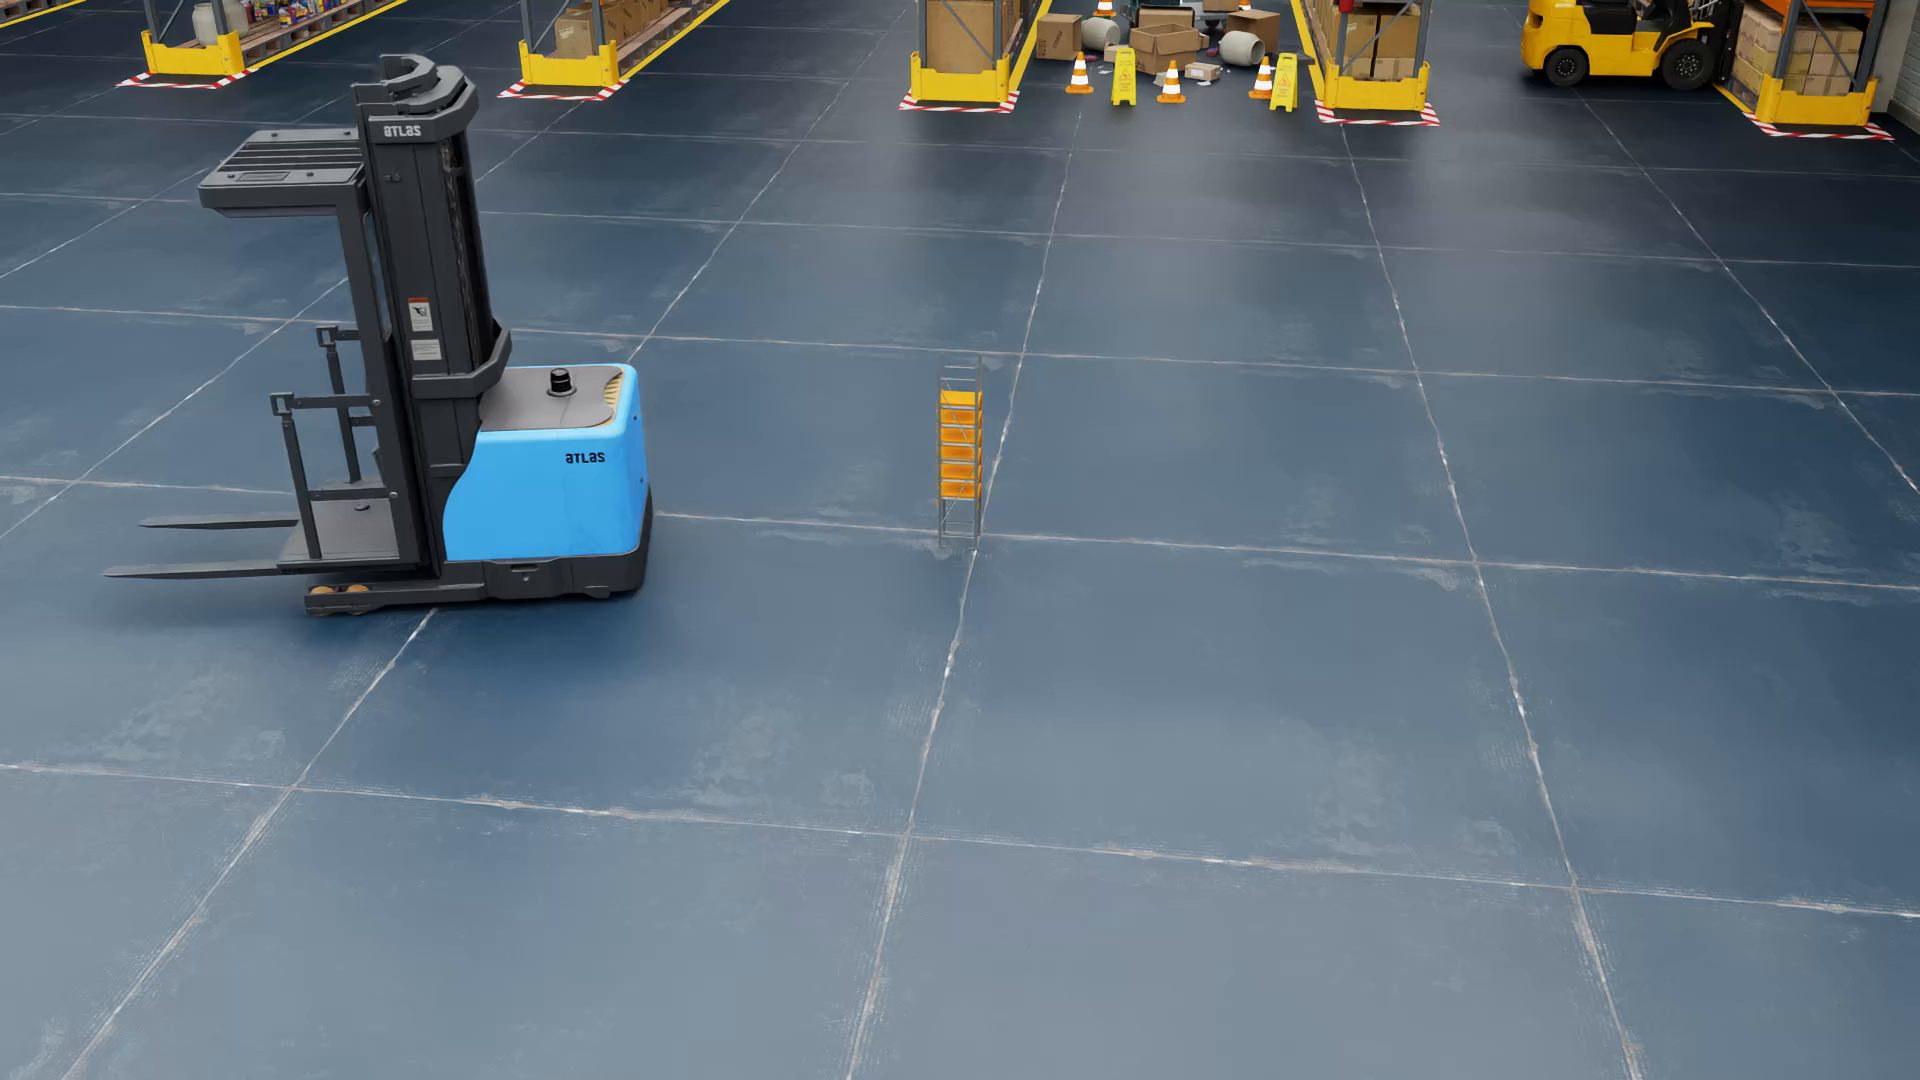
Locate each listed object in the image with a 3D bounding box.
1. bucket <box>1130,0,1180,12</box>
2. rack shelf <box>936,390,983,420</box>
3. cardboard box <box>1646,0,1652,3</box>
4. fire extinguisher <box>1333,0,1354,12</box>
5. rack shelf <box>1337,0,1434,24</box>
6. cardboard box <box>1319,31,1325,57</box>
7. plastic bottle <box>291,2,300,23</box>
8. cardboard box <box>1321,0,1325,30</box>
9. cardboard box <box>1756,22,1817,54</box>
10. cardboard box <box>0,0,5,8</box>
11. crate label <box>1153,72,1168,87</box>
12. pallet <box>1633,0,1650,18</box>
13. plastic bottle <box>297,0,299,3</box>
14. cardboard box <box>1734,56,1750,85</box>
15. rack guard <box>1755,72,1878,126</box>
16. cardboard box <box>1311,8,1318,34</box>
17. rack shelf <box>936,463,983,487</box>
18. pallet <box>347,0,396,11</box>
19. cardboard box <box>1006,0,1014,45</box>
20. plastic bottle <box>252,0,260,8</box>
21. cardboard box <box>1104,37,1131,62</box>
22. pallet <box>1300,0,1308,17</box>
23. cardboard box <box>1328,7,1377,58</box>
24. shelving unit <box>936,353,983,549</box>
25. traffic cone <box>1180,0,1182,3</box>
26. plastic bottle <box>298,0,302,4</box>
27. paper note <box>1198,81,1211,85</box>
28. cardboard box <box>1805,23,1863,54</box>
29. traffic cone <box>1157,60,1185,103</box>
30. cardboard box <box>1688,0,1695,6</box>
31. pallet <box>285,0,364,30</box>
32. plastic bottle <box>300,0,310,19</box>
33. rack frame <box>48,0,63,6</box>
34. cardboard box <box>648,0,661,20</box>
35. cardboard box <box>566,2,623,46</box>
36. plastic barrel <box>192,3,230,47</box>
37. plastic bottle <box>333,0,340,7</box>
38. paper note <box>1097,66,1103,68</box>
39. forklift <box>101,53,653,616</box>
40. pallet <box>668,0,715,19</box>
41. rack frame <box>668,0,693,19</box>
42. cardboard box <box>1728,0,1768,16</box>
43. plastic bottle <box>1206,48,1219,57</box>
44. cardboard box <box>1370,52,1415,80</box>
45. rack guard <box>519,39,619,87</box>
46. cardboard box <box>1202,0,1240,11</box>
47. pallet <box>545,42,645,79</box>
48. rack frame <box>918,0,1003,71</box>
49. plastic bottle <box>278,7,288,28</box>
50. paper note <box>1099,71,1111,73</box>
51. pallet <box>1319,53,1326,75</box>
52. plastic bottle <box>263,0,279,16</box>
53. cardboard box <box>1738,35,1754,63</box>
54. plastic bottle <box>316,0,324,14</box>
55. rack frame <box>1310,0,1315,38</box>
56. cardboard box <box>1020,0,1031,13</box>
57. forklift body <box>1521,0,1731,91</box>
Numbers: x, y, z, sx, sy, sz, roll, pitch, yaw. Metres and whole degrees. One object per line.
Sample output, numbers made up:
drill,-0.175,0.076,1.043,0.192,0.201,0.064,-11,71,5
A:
bucket,2.767,-7.632,23.103,0.726,0.611,0.620,14,21,24
rack shelf,-0.002,-0.799,9.803,0.258,0.103,0.180,3,28,6
cardboard box,10.593,-8.180,24.332,0.875,0.625,0.625,2,28,4
fire extinguisher,4.460,-6.418,19.082,0.296,0.674,0.183,3,28,6
rack shelf,5.176,-7.104,21.032,1.077,0.370,4.000,3,28,6
cardboard box,4.893,-6.340,21.312,0.500,0.250,0.500,2,28,4
plastic bottle,-9.247,-7.332,23.110,0.097,0.271,0.097,0,28,0
cardboard box,4.962,-6.908,21.576,0.500,0.500,0.500,5,29,9
cardboard box,9.605,-5.842,19.333,0.500,0.250,0.500,4,29,8
cardboard box,-14.203,-7.788,24.000,0.500,0.250,0.500,3,28,6
crate label,2.595,-5.775,20.824,0.250,0.136,0.298,-11,30,-20
pallet,10.546,-7.773,24.455,1.003,0.211,1.213,3,28,6
plastic bottle,-9.711,-7.940,24.225,0.061,0.283,0.133,3,28,6
cardboard box,9.672,-5.640,20.013,0.500,0.250,0.500,3,28,6
rack guard,9.855,-5.081,19.154,1.175,0.500,0.348,3,28,6
cardboard box,5.081,-7.075,22.675,0.500,0.250,0.500,2,28,4
rack shelf,-0.002,-0.377,10.031,0.258,0.103,0.180,3,28,6
pallet,-9.272,-8.370,25.564,1.003,0.211,1.213,3,28,6
cardboard box,0.243,-7.135,22.129,0.875,0.875,0.875,4,29,7
plastic bottle,-9.939,-7.521,23.377,0.144,0.351,0.185,5,29,8
cardboard box,2.113,-6.483,22.003,0.396,0.266,0.258,8,29,15
pallet,5.662,-8.077,25.020,1.003,0.211,1.213,3,28,6
cardboard box,4.770,-6.176,20.217,0.500,0.500,0.500,4,29,7
shelving unit,-0.002,-0.521,9.953,0.258,1.200,0.189,3,28,6
traffic cone,3.227,-8.105,24.807,0.336,0.463,0.334,3,28,6
plastic bottle,-9.315,-7.591,23.578,0.061,0.283,0.133,3,28,6
paper note,3.071,-5.733,20.859,0.148,0.019,0.142,-6,29,-11
cardboard box,10.104,-5.822,19.297,0.500,0.250,0.500,3,28,5
traffic cone,2.560,-5.544,20.053,0.336,0.463,0.334,3,28,6
cardboard box,9.982,-7.060,22.122,0.500,0.250,0.500,3,28,6
pallet,-9.454,-7.685,24.292,1.003,0.211,1.213,3,28,6
plastic bottle,-9.210,-7.475,23.375,0.097,0.271,0.097,0,28,0
rack frame,-14.246,-9.516,24.750,1.000,3.000,0.127,3,28,6
cardboard box,-4.566,-7.567,23.325,0.500,0.500,0.500,13,31,22
cardboard box,-4.772,-6.716,21.746,0.500,0.500,0.500,11,30,19
plastic barrel,-9.815,-6.747,21.791,0.421,0.512,0.421,0,28,0
plastic bottle,-9.123,-7.934,24.143,0.144,0.351,0.185,3,28,5
paper note,1.839,-6.176,21.703,0.032,0.001,0.123,20,34,32
forklift,-3.386,-1.120,9.239,3.031,2.935,1.130,-2,28,-5
pallet,-4.320,-8.077,25.020,1.003,0.211,1.213,3,28,6
rack frame,-4.414,-8.938,23.678,1.000,3.000,0.127,3,28,6
cardboard box,9.783,-6.559,20.664,0.500,0.250,0.500,3,28,5
plastic bottle,3.402,-6.570,22.381,0.133,0.061,0.283,8,29,15
cardboard box,5.304,-5.817,20.342,0.500,0.250,0.500,3,28,6
rack guard,-4.895,-5.991,20.842,1.175,0.500,0.348,3,28,6
cardboard box,3.651,-7.684,23.188,0.500,0.500,0.500,3,28,6
pallet,-4.760,-6.244,21.617,1.003,0.211,1.213,3,28,6
rack frame,0.006,-6.719,19.560,1.000,3.000,0.127,3,28,6
plastic bottle,-9.289,-7.171,22.811,0.097,0.271,0.097,0,28,0
paper note,1.878,-6.031,21.415,0.144,0.017,0.142,14,31,24
pallet,5.227,-6.241,21.611,1.003,0.211,1.213,3,28,6
plastic bottle,-9.766,-7.579,23.563,0.152,0.276,0.135,3,28,6
cardboard box,9.679,-5.870,19.912,0.500,0.250,0.500,3,28,6
plastic bottle,-9.186,-7.691,23.693,0.144,0.351,0.185,3,28,6
rack frame,5.421,-8.362,22.609,1.000,3.000,0.127,3,28,6
cardboard box,0.483,-8.094,24.041,1.050,0.750,0.750,3,28,6
forklift body,8.279,-6.818,20.637,2.313,2.155,1.214,3,28,6
